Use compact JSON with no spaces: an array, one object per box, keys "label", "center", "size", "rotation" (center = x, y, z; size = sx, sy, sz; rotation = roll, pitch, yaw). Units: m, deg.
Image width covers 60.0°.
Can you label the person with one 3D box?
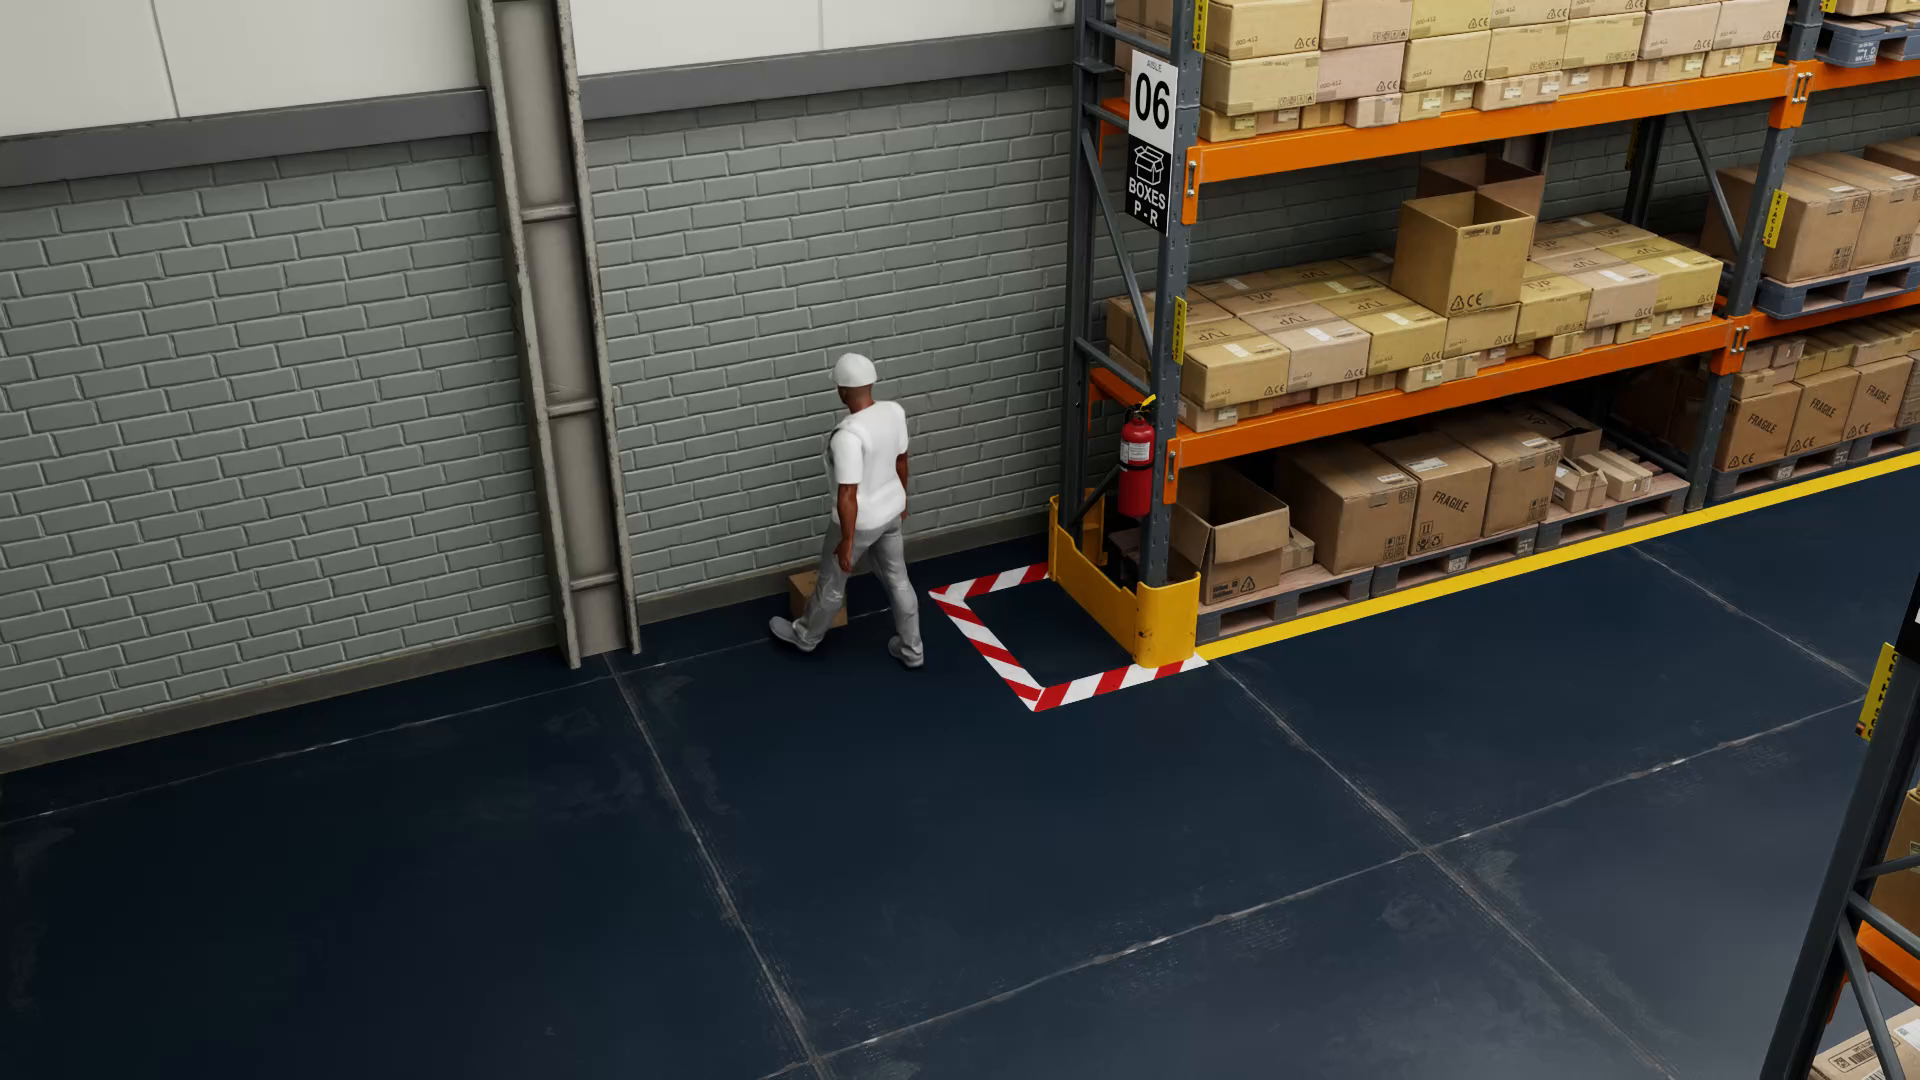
[{"label":"person","center":[-0.582,-0.167,8.723],"size":[0.869,1.751,0.664],"rotation":[19,34,30]}]
